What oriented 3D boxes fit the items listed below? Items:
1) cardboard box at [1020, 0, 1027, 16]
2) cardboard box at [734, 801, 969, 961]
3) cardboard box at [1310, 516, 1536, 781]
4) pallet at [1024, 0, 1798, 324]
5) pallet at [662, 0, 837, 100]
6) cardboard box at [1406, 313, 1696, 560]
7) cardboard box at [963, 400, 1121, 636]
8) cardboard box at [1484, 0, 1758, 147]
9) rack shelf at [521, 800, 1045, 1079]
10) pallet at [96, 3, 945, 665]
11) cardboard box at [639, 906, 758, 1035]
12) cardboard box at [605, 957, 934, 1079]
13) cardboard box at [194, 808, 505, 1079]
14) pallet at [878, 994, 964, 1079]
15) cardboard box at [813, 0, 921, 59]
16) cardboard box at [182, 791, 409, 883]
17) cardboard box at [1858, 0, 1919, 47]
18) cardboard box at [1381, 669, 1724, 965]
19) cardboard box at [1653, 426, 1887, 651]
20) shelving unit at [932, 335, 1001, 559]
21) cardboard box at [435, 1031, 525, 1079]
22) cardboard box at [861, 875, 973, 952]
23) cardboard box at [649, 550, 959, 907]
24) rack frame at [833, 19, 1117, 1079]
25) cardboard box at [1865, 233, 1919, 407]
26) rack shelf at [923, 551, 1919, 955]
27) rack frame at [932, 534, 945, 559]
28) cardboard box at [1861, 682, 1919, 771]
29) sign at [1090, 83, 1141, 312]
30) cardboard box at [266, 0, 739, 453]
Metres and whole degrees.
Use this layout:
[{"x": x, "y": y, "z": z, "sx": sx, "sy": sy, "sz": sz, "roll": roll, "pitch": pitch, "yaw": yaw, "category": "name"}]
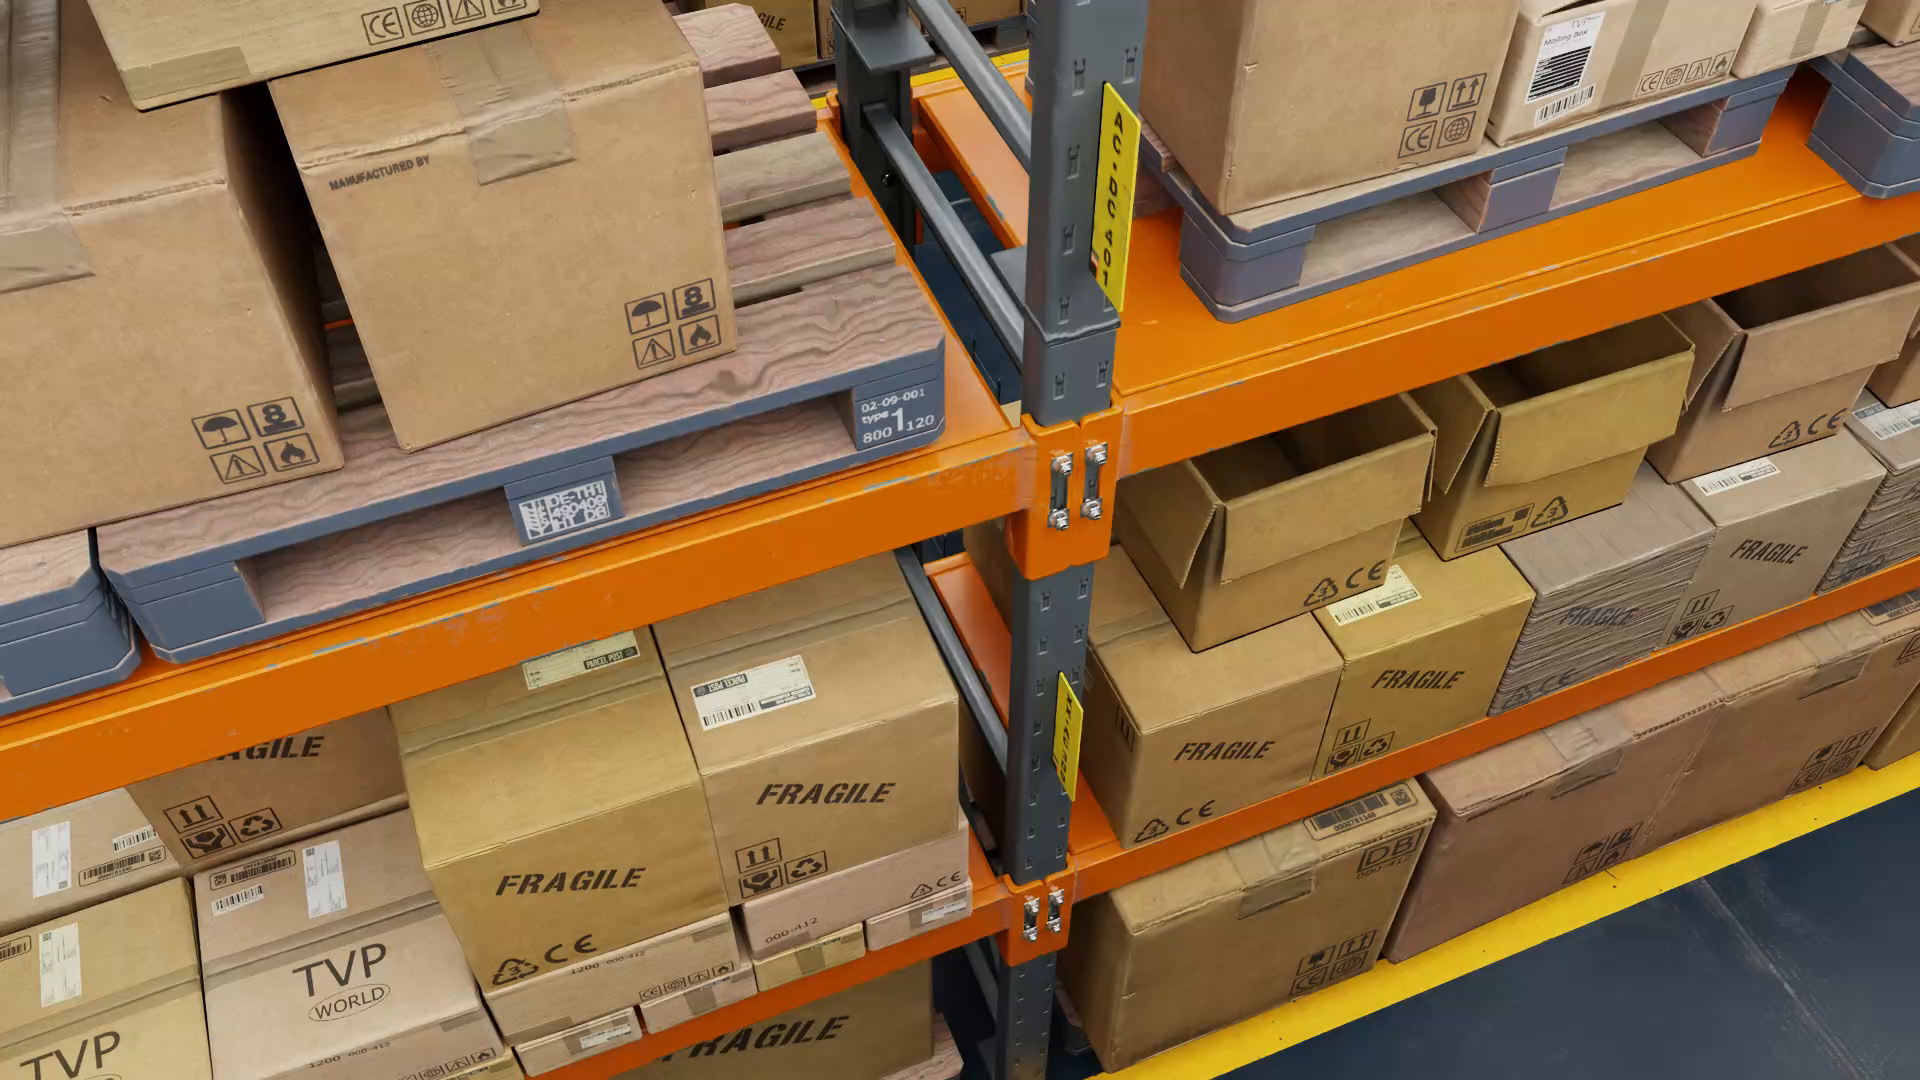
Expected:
[{"x": 0.447, "y": -2.986, "z": 8.208, "sx": 0.500, "sy": 0.500, "sz": 0.500, "roll": -19, "pitch": 52, "yaw": -16, "category": "cardboard box"}, {"x": -0.308, "y": 0.577, "z": 3.680, "sx": 0.500, "sy": 0.250, "sz": 0.500, "roll": -18, "pitch": 52, "yaw": -15, "category": "cardboard box"}, {"x": 0.987, "y": 0.180, "z": 4.052, "sx": 0.500, "sy": 0.500, "sz": 0.500, "roll": -17, "pitch": 51, "yaw": -14, "category": "cardboard box"}, {"x": 0.832, "y": -0.898, "z": 3.193, "sx": 1.217, "sy": 0.209, "sz": 0.805, "roll": -19, "pitch": 52, "yaw": -16, "category": "pallet"}, {"x": -1.060, "y": -2.514, "z": 8.270, "sx": 1.213, "sy": 0.211, "sz": 1.003, "roll": -17, "pitch": 52, "yaw": -14, "category": "pallet"}, {"x": 1.230, "y": -0.423, "z": 3.909, "sx": 0.637, "sy": 0.503, "sz": 0.797, "roll": -17, "pitch": 51, "yaw": -14, "category": "cardboard box"}, {"x": 0.332, "y": -0.044, "z": 4.245, "sx": 0.500, "sy": 0.500, "sz": 0.500, "roll": -17, "pitch": 51, "yaw": -14, "category": "cardboard box"}, {"x": 1.052, "y": -1.022, "z": 2.955, "sx": 0.500, "sy": 0.311, "sz": 0.500, "roll": -19, "pitch": 52, "yaw": -15, "category": "cardboard box"}, {"x": -1.850, "y": 1.122, "z": 3.783, "sx": 4.000, "sy": 0.370, "sz": 1.077, "roll": -17, "pitch": 52, "yaw": -14, "category": "rack shelf"}, {"x": -0.759, "y": -0.407, "z": 2.703, "sx": 1.213, "sy": 0.211, "sz": 1.003, "roll": -17, "pitch": 52, "yaw": -14, "category": "pallet"}, {"x": -0.632, "y": 0.861, "z": 3.699, "sx": 0.250, "sy": 0.149, "sz": 0.380, "roll": -18, "pitch": 52, "yaw": -15, "category": "cardboard box"}, {"x": -0.639, "y": 1.003, "z": 4.535, "sx": 0.875, "sy": 0.875, "sz": 0.875, "roll": -17, "pitch": 52, "yaw": -14, "category": "cardboard box"}, {"x": -1.258, "y": 0.874, "z": 3.425, "sx": 0.500, "sy": 0.250, "sz": 0.500, "roll": -16, "pitch": 51, "yaw": -14, "category": "cardboard box"}, {"x": -0.732, "y": 1.386, "z": 4.921, "sx": 1.213, "sy": 0.211, "sz": 1.003, "roll": -17, "pitch": 52, "yaw": -14, "category": "pallet"}, {"x": -0.506, "y": -2.699, "z": 7.962, "sx": 0.500, "sy": 0.500, "sz": 0.500, "roll": -15, "pitch": 51, "yaw": -13, "category": "cardboard box"}, {"x": -1.472, "y": 0.509, "z": 3.739, "sx": 0.500, "sy": 0.250, "sz": 0.500, "roll": -16, "pitch": 51, "yaw": -13, "category": "cardboard box"}, {"x": 1.822, "y": -1.380, "z": 3.136, "sx": 0.637, "sy": 0.503, "sz": 0.797, "roll": -18, "pitch": 52, "yaw": -15, "category": "cardboard box"}, {"x": 1.414, "y": 0.415, "z": 5.040, "sx": 0.875, "sy": 0.875, "sz": 1.225, "roll": -19, "pitch": 52, "yaw": -15, "category": "cardboard box"}, {"x": 1.927, "y": -0.115, "z": 4.305, "sx": 0.500, "sy": 0.500, "sz": 0.500, "roll": -16, "pitch": 51, "yaw": -14, "category": "cardboard box"}, {"x": -0.008, "y": -0.291, "z": 5.907, "sx": 0.210, "sy": 0.900, "sz": 0.258, "roll": -17, "pitch": 52, "yaw": -14, "category": "shelving unit"}, {"x": -1.109, "y": 1.009, "z": 3.572, "sx": 0.250, "sy": 0.149, "sz": 0.380, "roll": -16, "pitch": 51, "yaw": -14, "category": "cardboard box"}, {"x": -0.156, "y": 0.714, "z": 3.826, "sx": 0.250, "sy": 0.149, "sz": 0.380, "roll": -17, "pitch": 51, "yaw": -14, "category": "cardboard box"}, {"x": -0.322, "y": 0.342, "z": 3.388, "sx": 0.500, "sy": 0.500, "sz": 0.500, "roll": -16, "pitch": 51, "yaw": -13, "category": "cardboard box"}, {"x": 0.002, "y": 0.314, "z": 4.003, "sx": 0.127, "sy": 3.000, "sz": 1.000, "roll": -17, "pitch": 52, "yaw": -14, "category": "rack frame"}, {"x": 2.418, "y": -0.809, "z": 4.241, "sx": 0.637, "sy": 0.503, "sz": 0.797, "roll": -16, "pitch": 51, "yaw": -13, "category": "cardboard box"}, {"x": 1.854, "y": -0.025, "z": 4.768, "sx": 4.000, "sy": 0.370, "sz": 1.077, "roll": -17, "pitch": 52, "yaw": -14, "category": "rack shelf"}, {"x": -0.102, "y": -0.262, "z": 5.882, "sx": 0.006, "sy": 0.900, "sz": 0.240, "roll": -17, "pitch": 52, "yaw": -14, "category": "rack frame"}, {"x": 3.058, "y": -0.094, "z": 5.478, "sx": 0.875, "sy": 0.875, "sz": 1.225, "roll": -19, "pitch": 52, "yaw": -16, "category": "cardboard box"}, {"x": 0.213, "y": -0.468, "z": 2.304, "sx": 0.005, "sy": 0.325, "sz": 0.100, "roll": -17, "pitch": 52, "yaw": -14, "category": "sign"}, {"x": -0.700, "y": -0.598, "z": 2.401, "sx": 0.500, "sy": 0.500, "sz": 0.700, "roll": -20, "pitch": 52, "yaw": -16, "category": "cardboard box"}]
